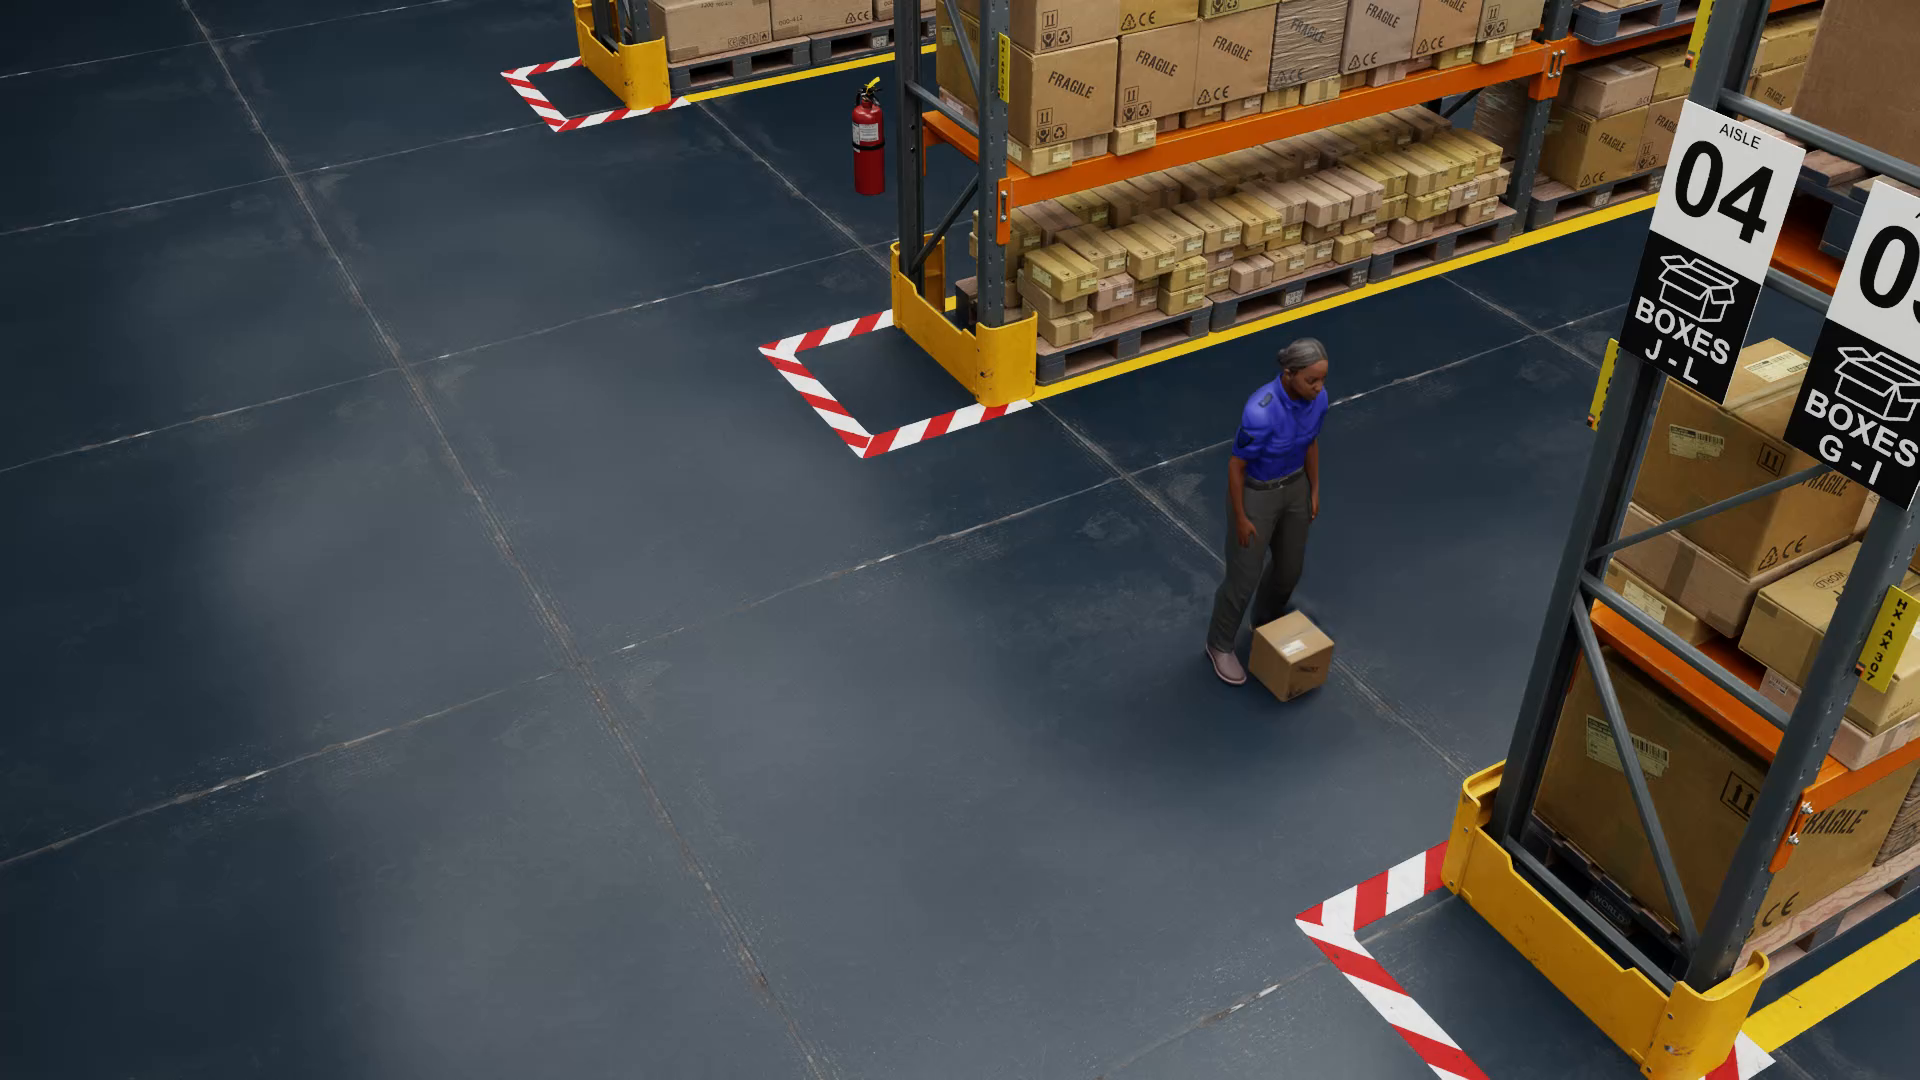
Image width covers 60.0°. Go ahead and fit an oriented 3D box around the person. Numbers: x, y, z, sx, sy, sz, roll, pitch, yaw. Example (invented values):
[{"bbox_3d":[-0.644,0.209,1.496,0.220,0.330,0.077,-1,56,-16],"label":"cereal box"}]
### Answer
[{"bbox_3d":[1.336,-0.155,7.135,0.503,1.656,0.343,-21,42,-25],"label":"person"}]
